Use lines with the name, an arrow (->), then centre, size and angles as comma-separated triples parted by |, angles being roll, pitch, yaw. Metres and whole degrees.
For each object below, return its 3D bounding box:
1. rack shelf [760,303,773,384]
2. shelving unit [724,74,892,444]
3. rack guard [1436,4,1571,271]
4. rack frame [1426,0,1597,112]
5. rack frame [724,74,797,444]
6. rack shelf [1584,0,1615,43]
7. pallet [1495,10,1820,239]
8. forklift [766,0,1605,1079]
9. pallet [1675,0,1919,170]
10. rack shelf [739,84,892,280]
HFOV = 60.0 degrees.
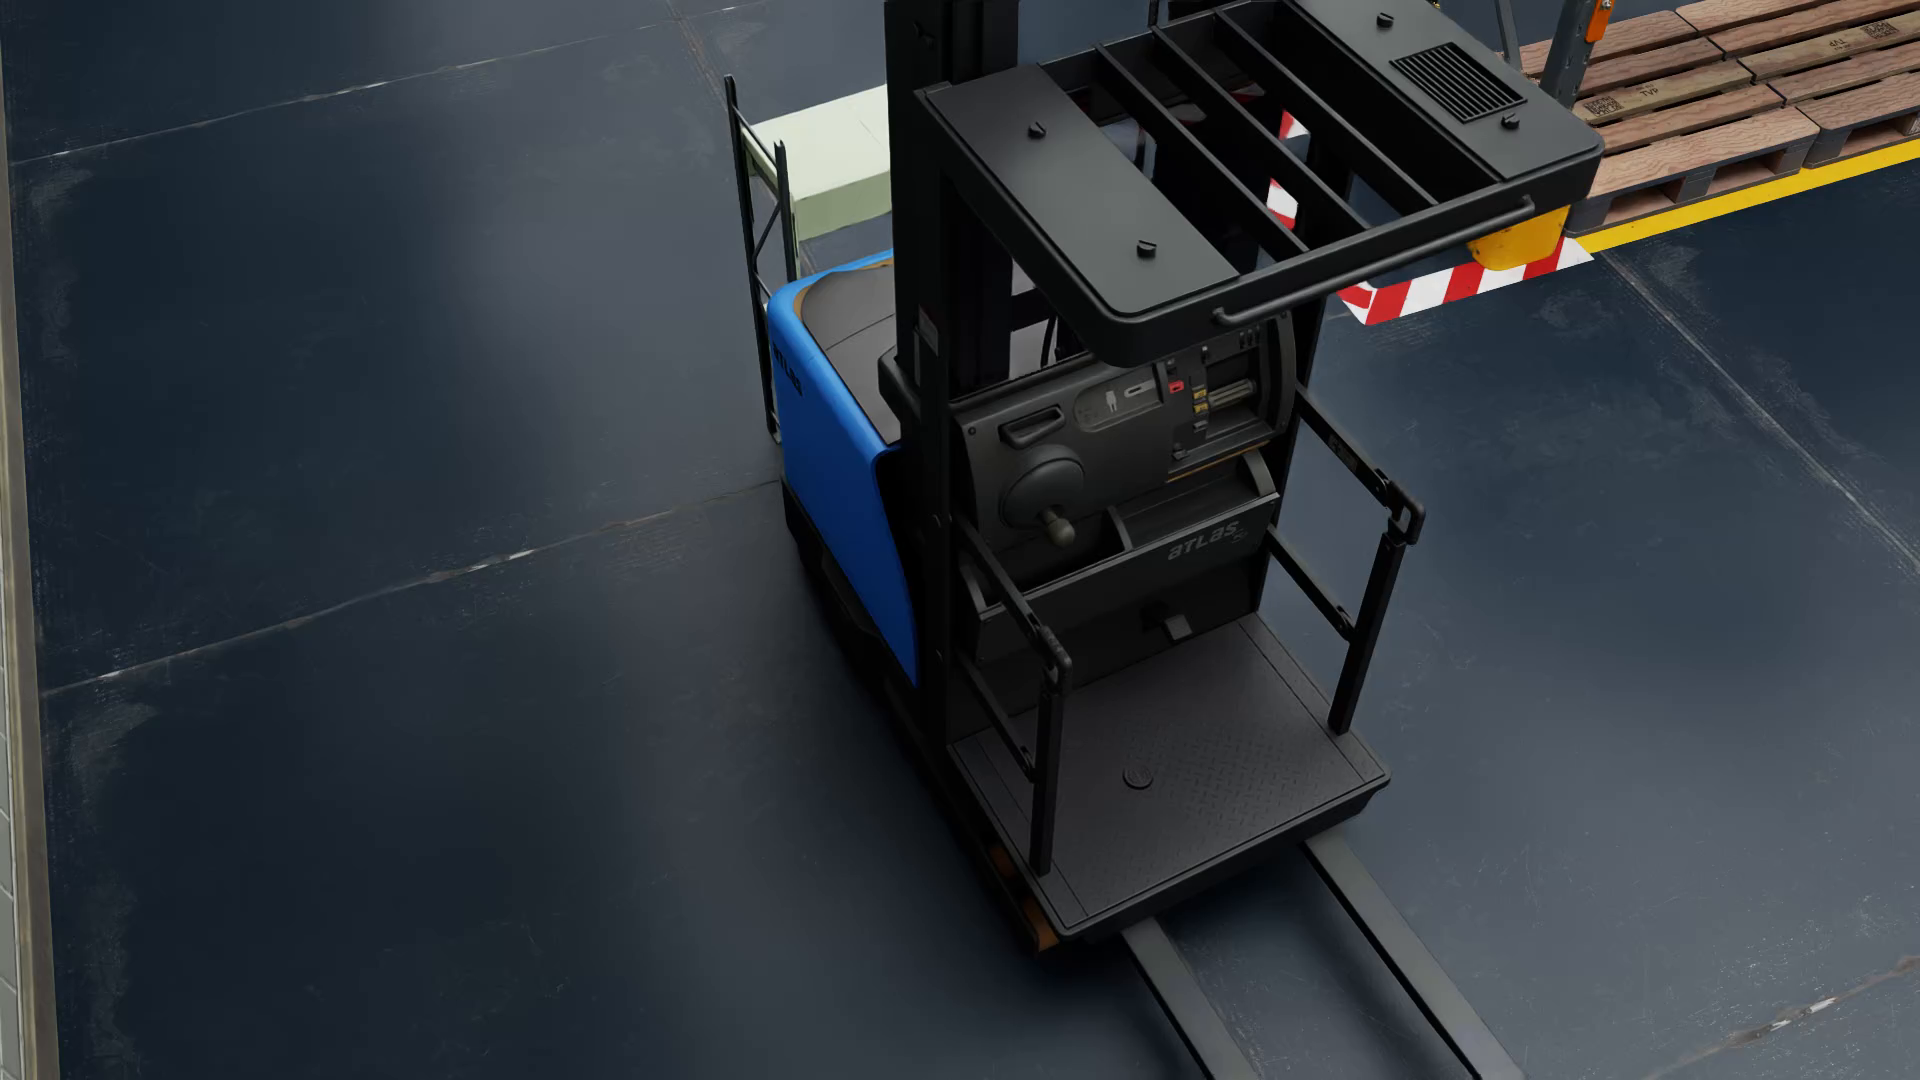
rack shelf -> -0.279, -0.685, 5.780 | 0.720, 0.370, 0.431 | -22, 53, -18
shelving unit -> -0.279, -0.898, 5.532 | 0.755, 1.500, 0.431 | -22, 53, -18
rack guard -> 2.060, -1.687, 6.870 | 0.348, 0.500, 1.175 | -17, 52, -14
rack frame -> 2.078, -2.518, 5.935 | 0.127, 3.000, 1.000 | -17, 52, -14
rack frame -> -0.602, -0.767, 5.420 | 0.023, 1.500, 0.400 | -22, 53, -18
rack shelf -> 3.929, -2.857, 6.701 | 4.000, 0.370, 1.077 | -17, 52, -14
pallet -> 2.856, -1.819, 7.173 | 1.213, 0.211, 1.003 | -17, 52, -14
forklift -> 0.531, -0.183, 3.975 | 1.130, 2.935, 3.031 | -22, 53, -18
pallet -> 3.983, -2.166, 7.471 | 1.213, 0.211, 1.003 | -17, 52, -14
rack shelf -> -0.279, -1.152, 5.236 | 0.720, 0.370, 0.431 | -22, 53, -18
